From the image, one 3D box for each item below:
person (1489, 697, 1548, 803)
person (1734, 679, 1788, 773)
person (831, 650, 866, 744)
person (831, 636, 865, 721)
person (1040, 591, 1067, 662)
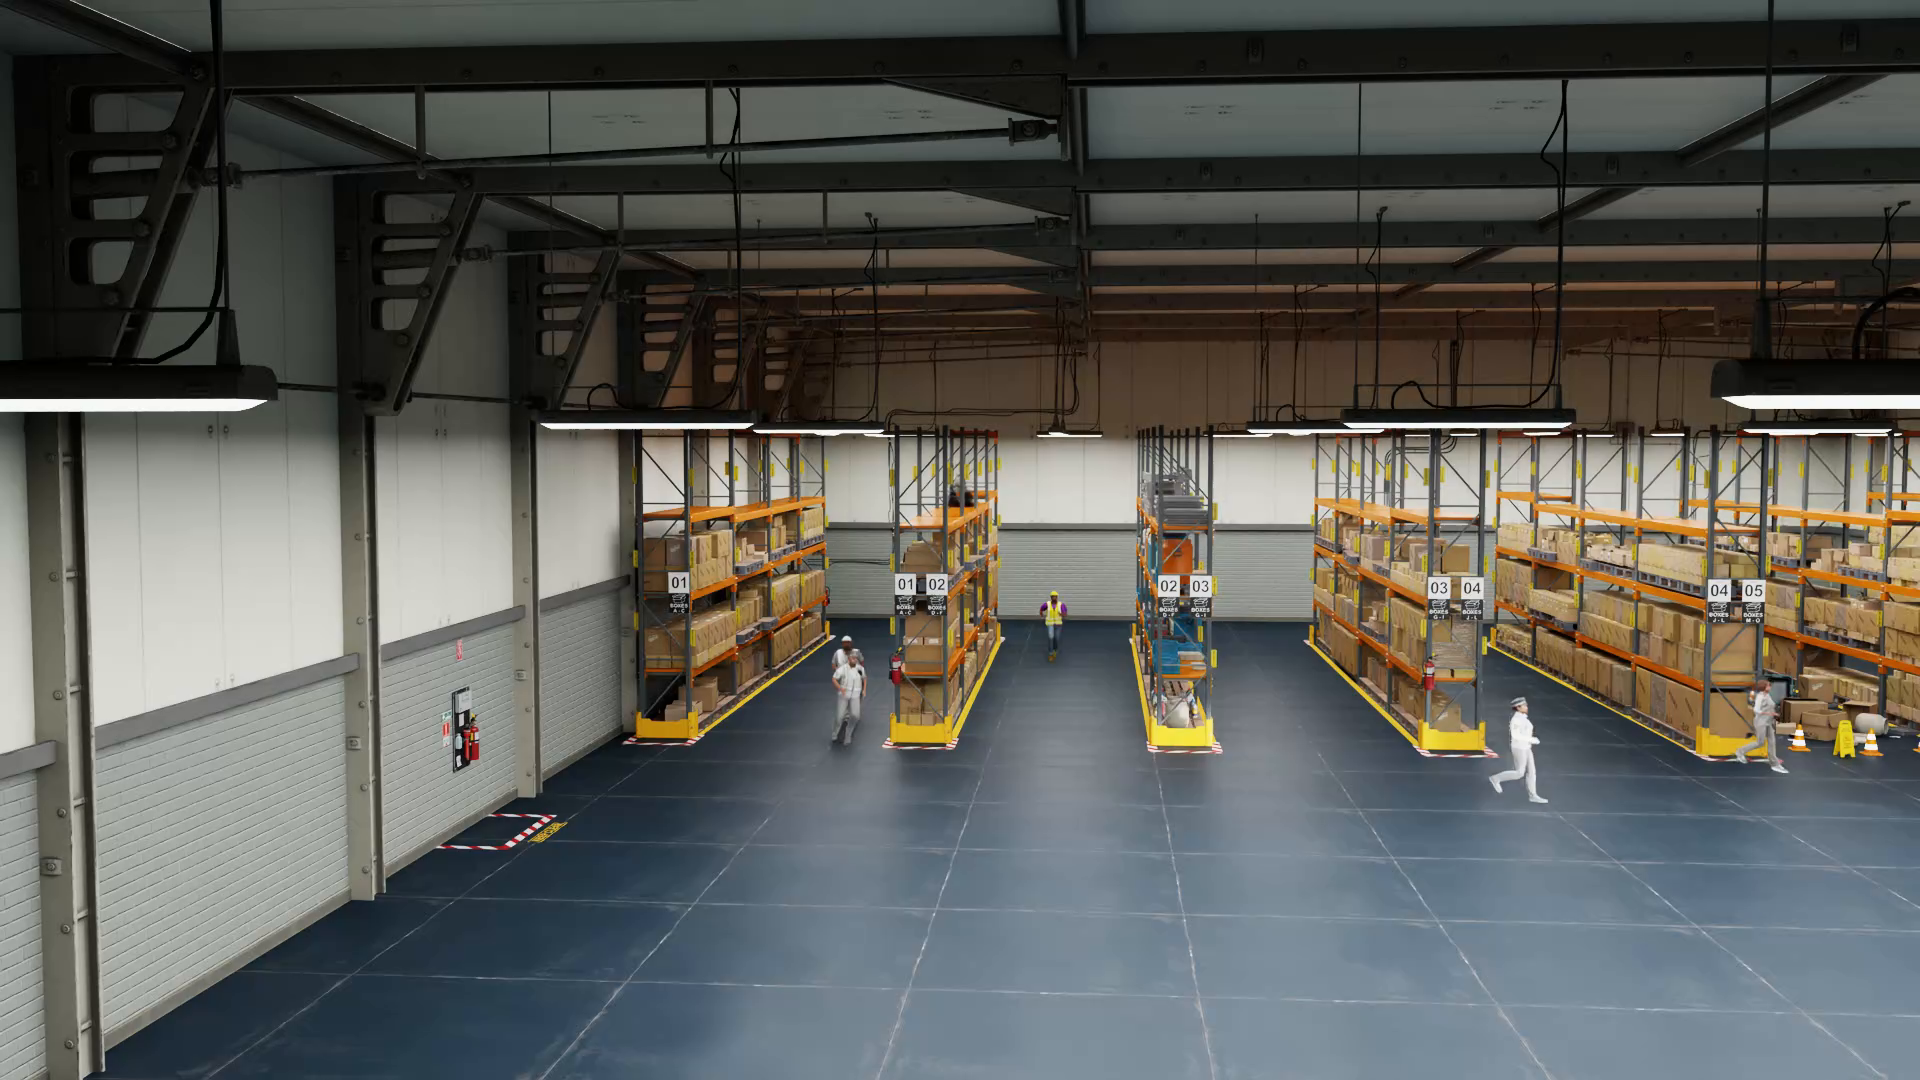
[{"bbox_3d":[8.840,3.293,26.254,0.890,1.669,0.618,2,4,31],"label":"person"},{"bbox_3d":[13.838,3.186,28.680,0.543,1.583,0.880,-3,5,-43],"label":"person"},{"bbox_3d":[-2.075,2.976,31.496,0.722,1.791,0.646,-1,4,-17],"label":"person"},{"bbox_3d":[-2.284,2.818,33.686,0.669,1.737,0.589,0,3,1],"label":"person"},{"bbox_3d":[2.442,2.234,43.250,0.677,1.823,0.807,0,3,-6],"label":"person"}]
